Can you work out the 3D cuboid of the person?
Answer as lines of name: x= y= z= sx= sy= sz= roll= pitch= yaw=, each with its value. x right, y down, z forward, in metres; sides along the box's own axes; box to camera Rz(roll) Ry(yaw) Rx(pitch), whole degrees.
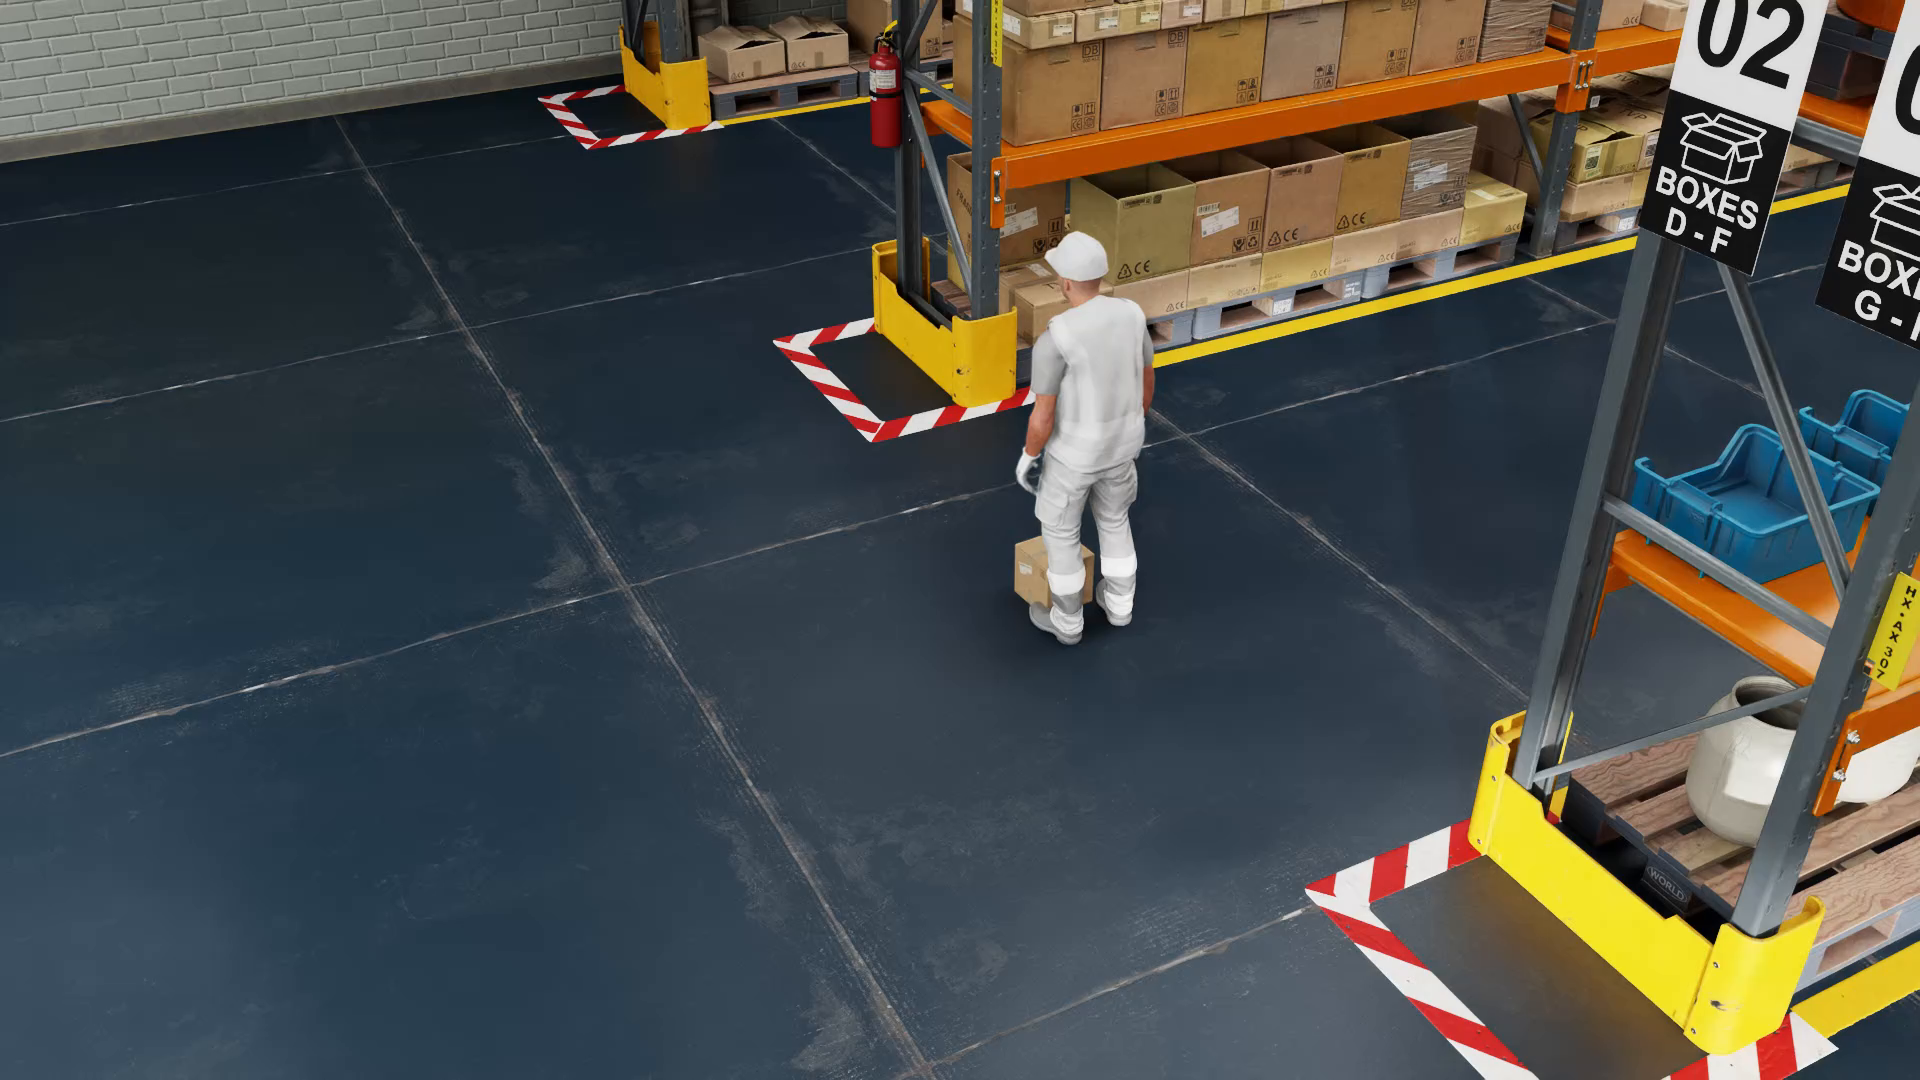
person: x=0.504 y=-0.386 z=6.723 sx=0.621 sy=1.781 sz=0.445 roll=-18 pitch=37 yaw=-25
